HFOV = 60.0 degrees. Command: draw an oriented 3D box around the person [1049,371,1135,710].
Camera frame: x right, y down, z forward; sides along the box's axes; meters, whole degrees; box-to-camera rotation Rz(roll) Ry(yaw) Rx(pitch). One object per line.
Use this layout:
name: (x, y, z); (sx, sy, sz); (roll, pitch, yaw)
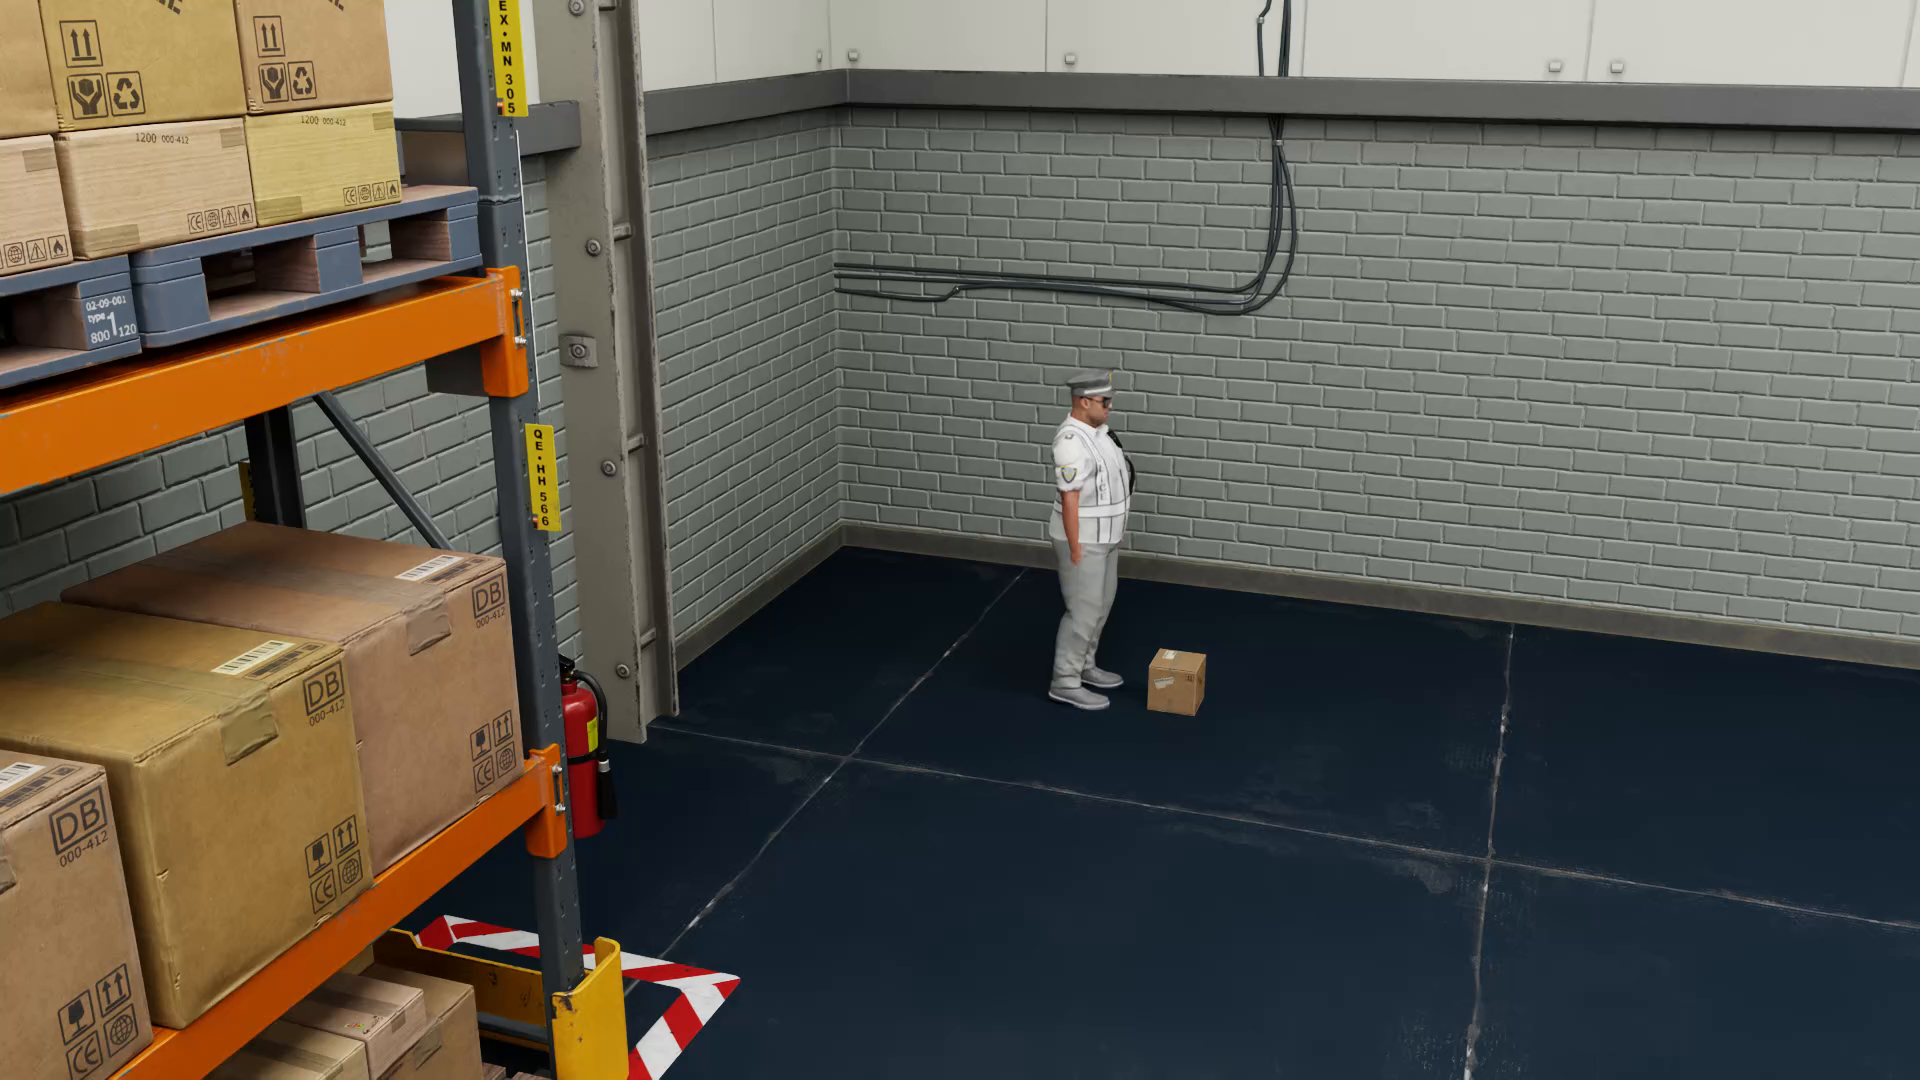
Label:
person: (0.675, -0.019, 8.623); (0.393, 1.752, 0.528); (7, 20, 19)
